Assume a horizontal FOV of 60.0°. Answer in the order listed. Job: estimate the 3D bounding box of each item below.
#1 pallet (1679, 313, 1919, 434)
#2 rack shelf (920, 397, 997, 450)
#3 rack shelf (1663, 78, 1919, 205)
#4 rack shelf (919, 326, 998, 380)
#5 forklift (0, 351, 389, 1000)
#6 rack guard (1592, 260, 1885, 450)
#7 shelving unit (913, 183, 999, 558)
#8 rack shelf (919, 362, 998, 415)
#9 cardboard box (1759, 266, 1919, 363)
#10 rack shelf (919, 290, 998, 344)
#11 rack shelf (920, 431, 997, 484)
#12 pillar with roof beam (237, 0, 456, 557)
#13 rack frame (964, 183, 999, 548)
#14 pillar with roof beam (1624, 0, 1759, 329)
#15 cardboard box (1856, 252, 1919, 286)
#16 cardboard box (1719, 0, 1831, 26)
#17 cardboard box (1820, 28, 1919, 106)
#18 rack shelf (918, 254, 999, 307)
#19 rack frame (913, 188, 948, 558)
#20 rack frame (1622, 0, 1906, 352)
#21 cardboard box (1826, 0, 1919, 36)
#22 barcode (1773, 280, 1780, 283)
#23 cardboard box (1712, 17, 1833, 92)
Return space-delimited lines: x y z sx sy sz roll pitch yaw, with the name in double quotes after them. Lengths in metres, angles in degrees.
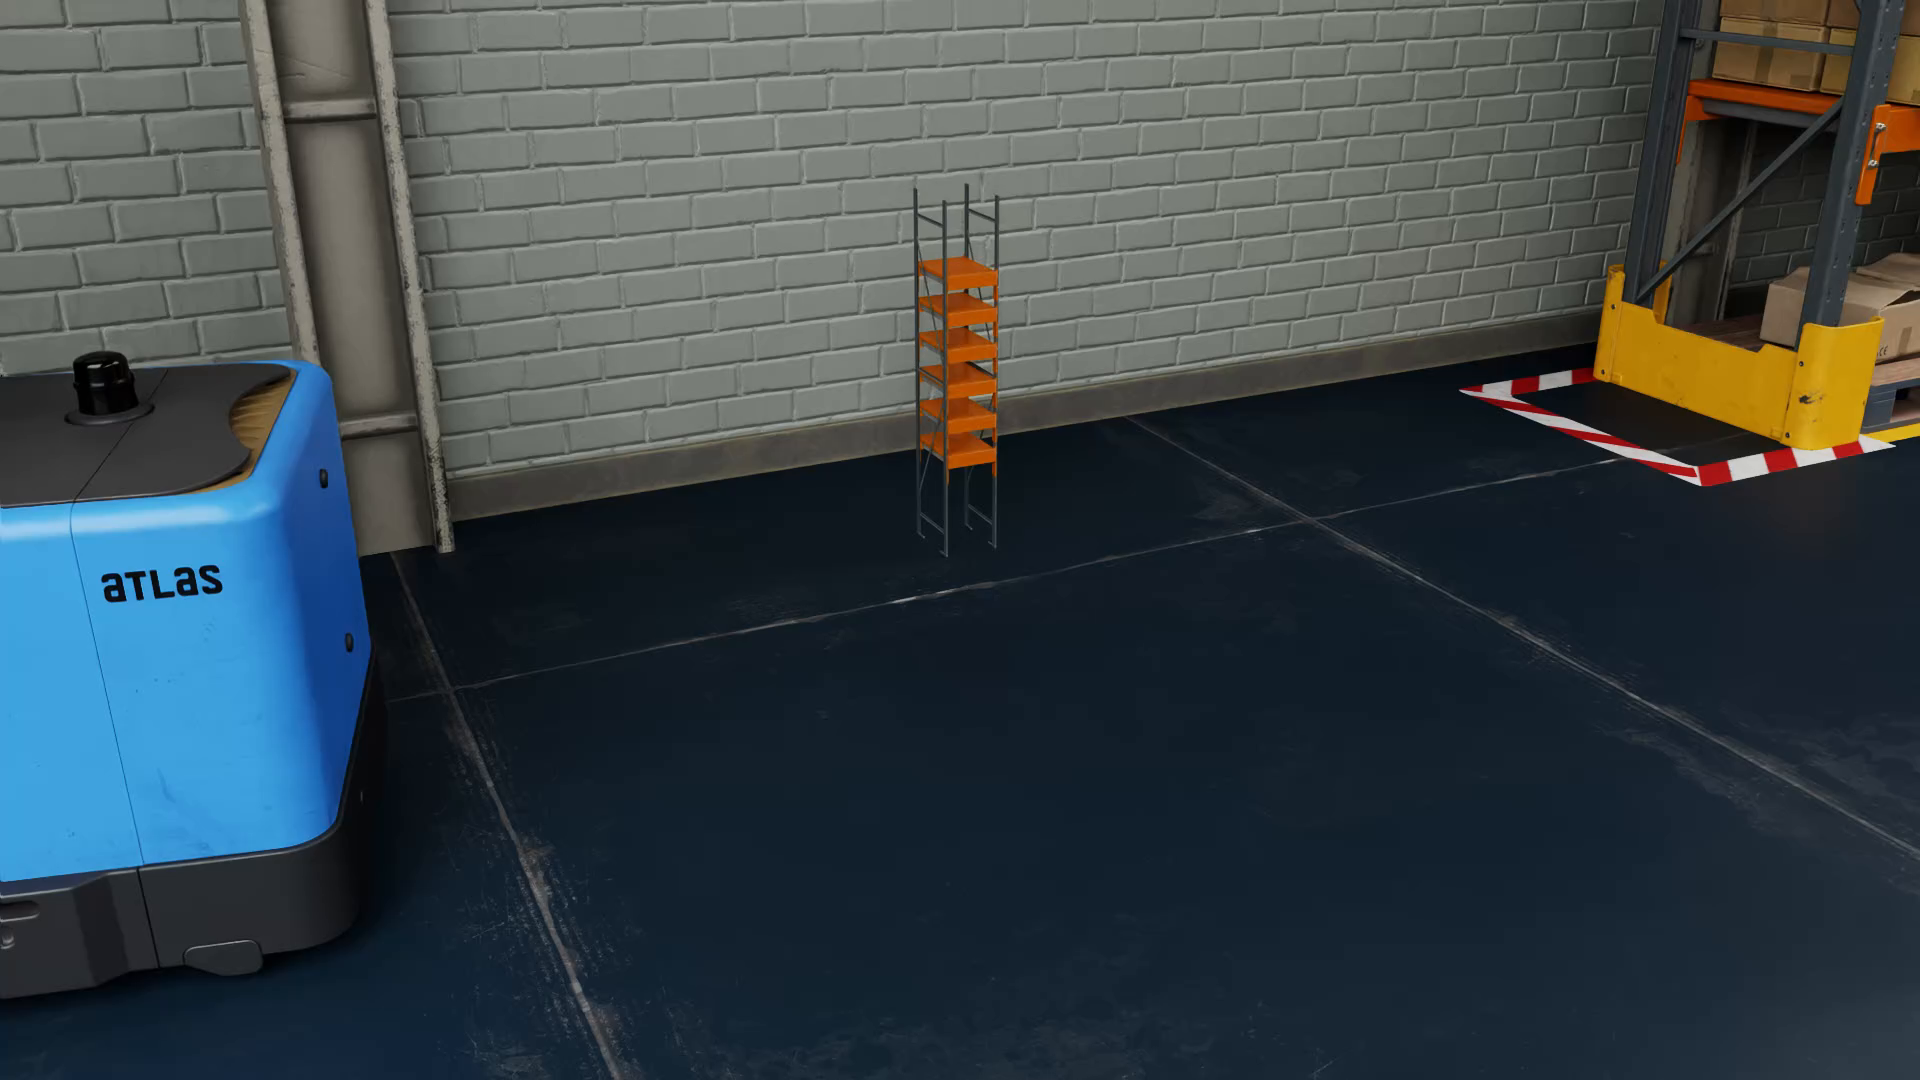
4.004 -0.798 7.401 1.213 0.211 1.003 -10 25 -24 "pallet"
-0.013 -0.400 5.578 0.180 0.103 0.258 -10 25 -24 "rack shelf"
4.990 -1.950 7.481 4.000 0.370 1.077 -10 25 -24 "rack shelf"
-0.013 -0.622 5.486 0.180 0.103 0.258 -10 25 -24 "rack shelf"
-2.875 -0.501 3.127 3.031 2.935 1.130 -5 23 -12 "forklift"
3.257 -0.809 7.050 0.348 0.500 1.175 -10 25 -24 "rack guard"
-0.013 -0.552 5.515 0.189 1.200 0.258 -10 25 -24 "shelving unit"
-0.013 -0.511 5.532 0.180 0.103 0.258 -10 25 -24 "rack shelf"
3.851 -0.996 7.174 0.500 0.311 0.500 -14 26 -30 "cardboard box"
-0.013 -0.733 5.440 0.180 0.103 0.258 -10 25 -24 "rack shelf"
-0.013 -0.289 5.624 0.180 0.103 0.258 -10 25 -24 "rack shelf"
-0.096 -2.658 0.406 0.400 9.000 9.100 -10 25 -24 "pillar with roof beam"
0.069 -0.567 5.551 0.006 1.200 0.240 -10 25 -24 "rack frame"
5.311 -3.654 2.811 0.400 9.000 9.100 -10 25 -24 "pillar with roof beam"
4.364 -1.090 7.402 0.500 0.311 0.500 -8 24 -19 "cardboard box"
3.521 -2.389 6.789 0.500 0.500 0.500 -11 25 -24 "cardboard box"
3.765 -1.863 6.498 0.500 0.250 0.500 -11 25 -25 "cardboard box"
-0.013 -0.844 5.394 0.180 0.103 0.258 -10 25 -24 "rack shelf"
-0.095 -0.537 5.478 0.006 1.200 0.240 -10 25 -24 "rack frame"
3.188 -1.951 6.541 0.127 3.000 1.000 -10 25 -24 "rack frame"
3.749 -2.213 6.364 0.500 0.500 0.500 -10 25 -24 "cardboard box"
3.693 -1.141 7.512 0.075 0.075 0.001 -10 25 -24 "barcode"
3.525 -2.035 6.915 0.500 0.250 0.500 -10 25 -23 "cardboard box"
